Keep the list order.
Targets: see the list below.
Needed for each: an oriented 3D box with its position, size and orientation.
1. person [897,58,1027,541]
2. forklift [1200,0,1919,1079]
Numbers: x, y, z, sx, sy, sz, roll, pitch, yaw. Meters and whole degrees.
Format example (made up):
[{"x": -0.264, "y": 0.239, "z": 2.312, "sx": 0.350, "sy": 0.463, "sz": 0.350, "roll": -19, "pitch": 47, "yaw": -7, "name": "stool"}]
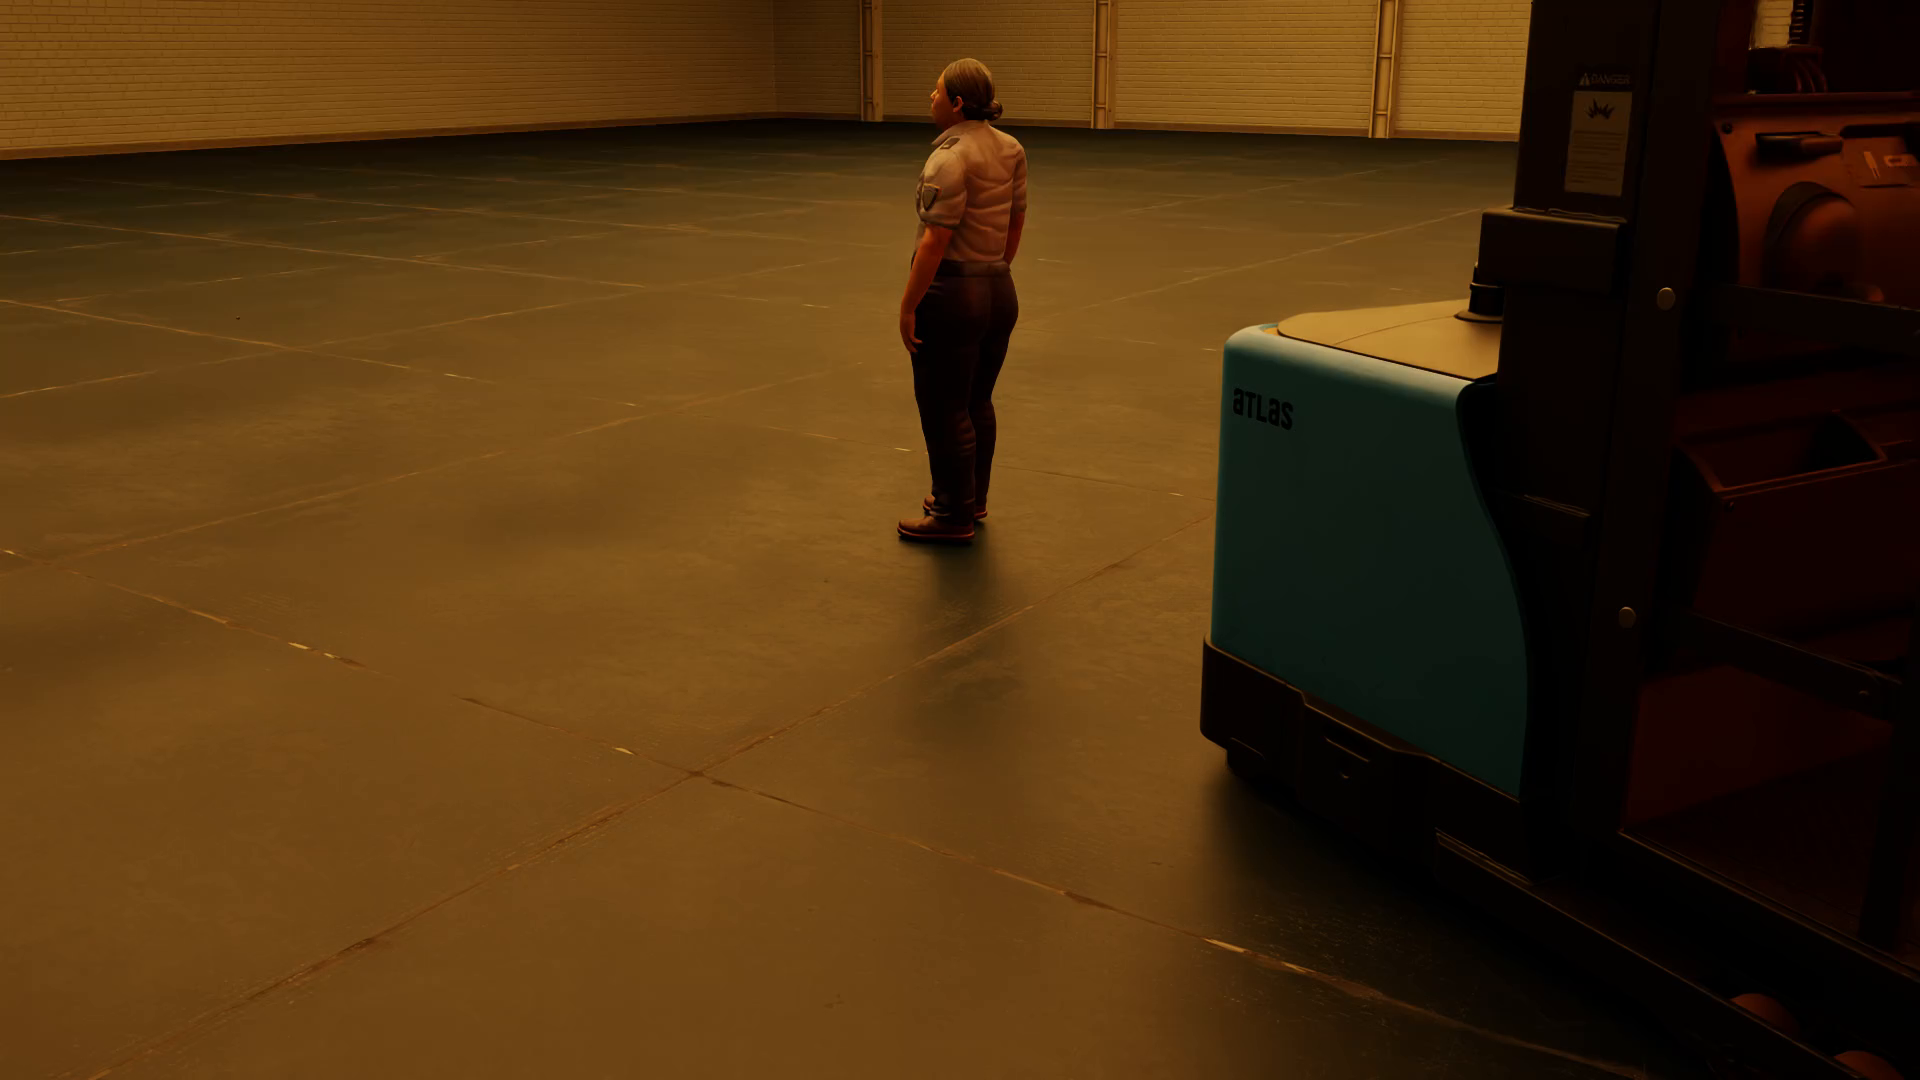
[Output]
[{"x": -0.061, "y": -0.816, "z": 5.776, "sx": 0.503, "sy": 1.650, "sz": 0.599, "roll": 11, "pitch": 20, "yaw": 33, "name": "person"}, {"x": 1.741, "y": -0.565, "z": 2.722, "sx": 1.130, "sy": 2.935, "sz": 3.031, "roll": -9, "pitch": 19, "yaw": -27, "name": "forklift"}]
